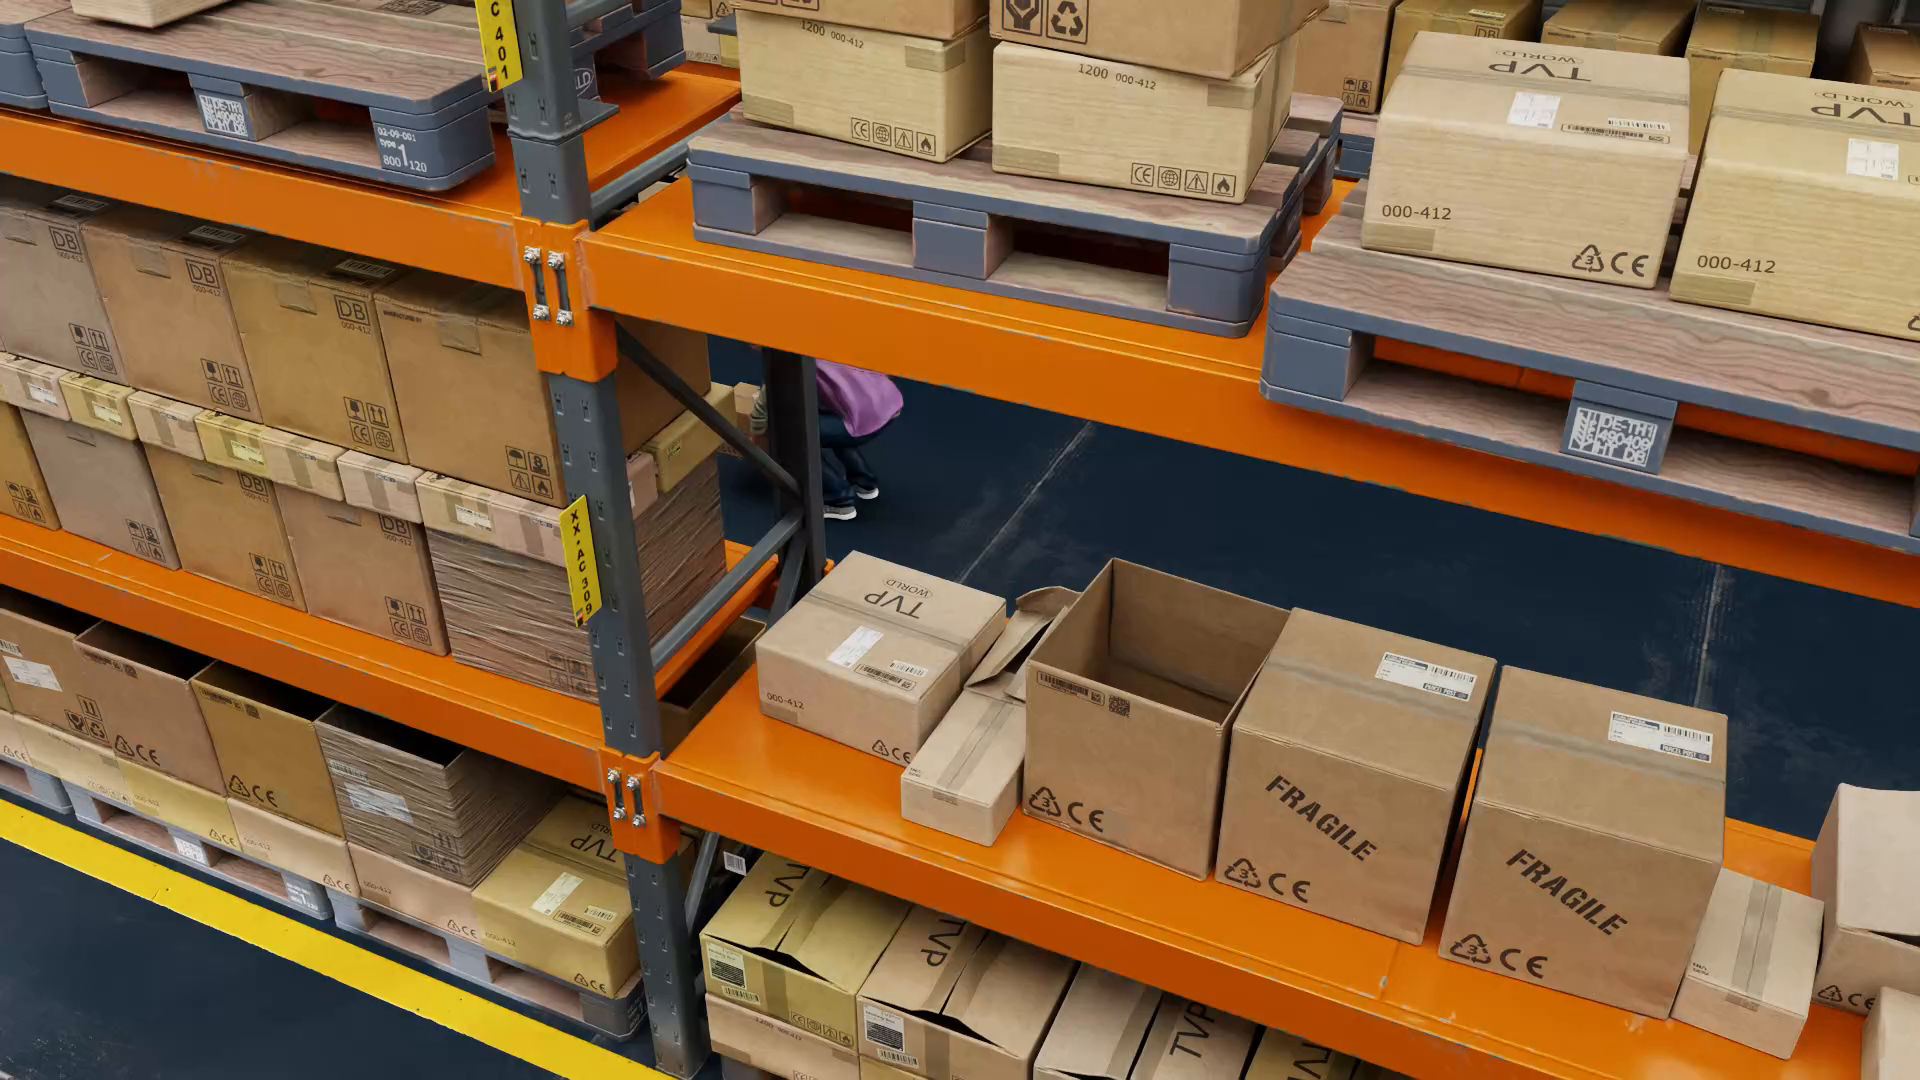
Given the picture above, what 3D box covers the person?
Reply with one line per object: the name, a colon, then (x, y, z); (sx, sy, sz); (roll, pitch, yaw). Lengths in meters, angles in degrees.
person: (-0.639, -0.588, 7.555); (0.765, 0.997, 0.454); (14, 37, 20)
